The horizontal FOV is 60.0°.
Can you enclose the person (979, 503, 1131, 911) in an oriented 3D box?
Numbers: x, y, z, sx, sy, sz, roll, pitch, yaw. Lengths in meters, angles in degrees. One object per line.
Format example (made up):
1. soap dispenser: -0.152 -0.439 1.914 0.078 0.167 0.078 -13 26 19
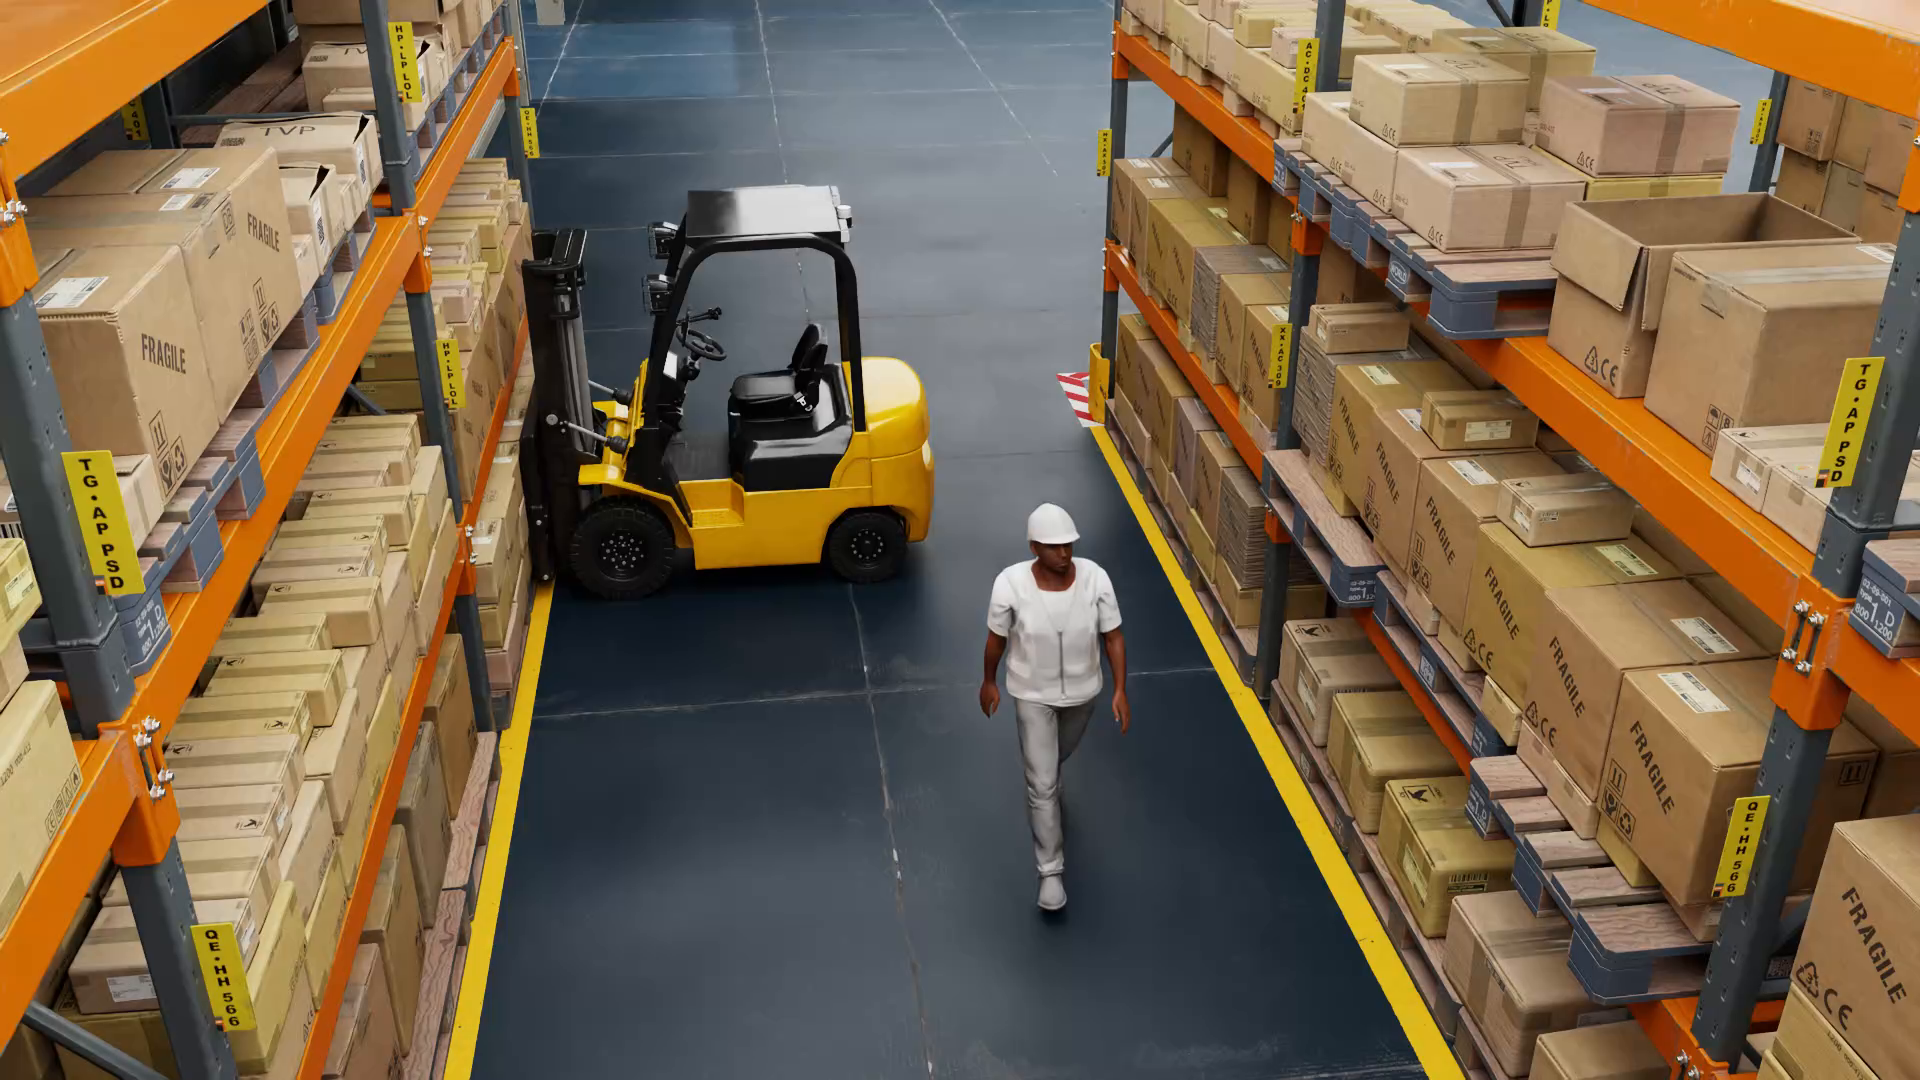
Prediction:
1. person: 0.427 0.655 7.323 0.604 1.718 1.081 -6 28 -12
